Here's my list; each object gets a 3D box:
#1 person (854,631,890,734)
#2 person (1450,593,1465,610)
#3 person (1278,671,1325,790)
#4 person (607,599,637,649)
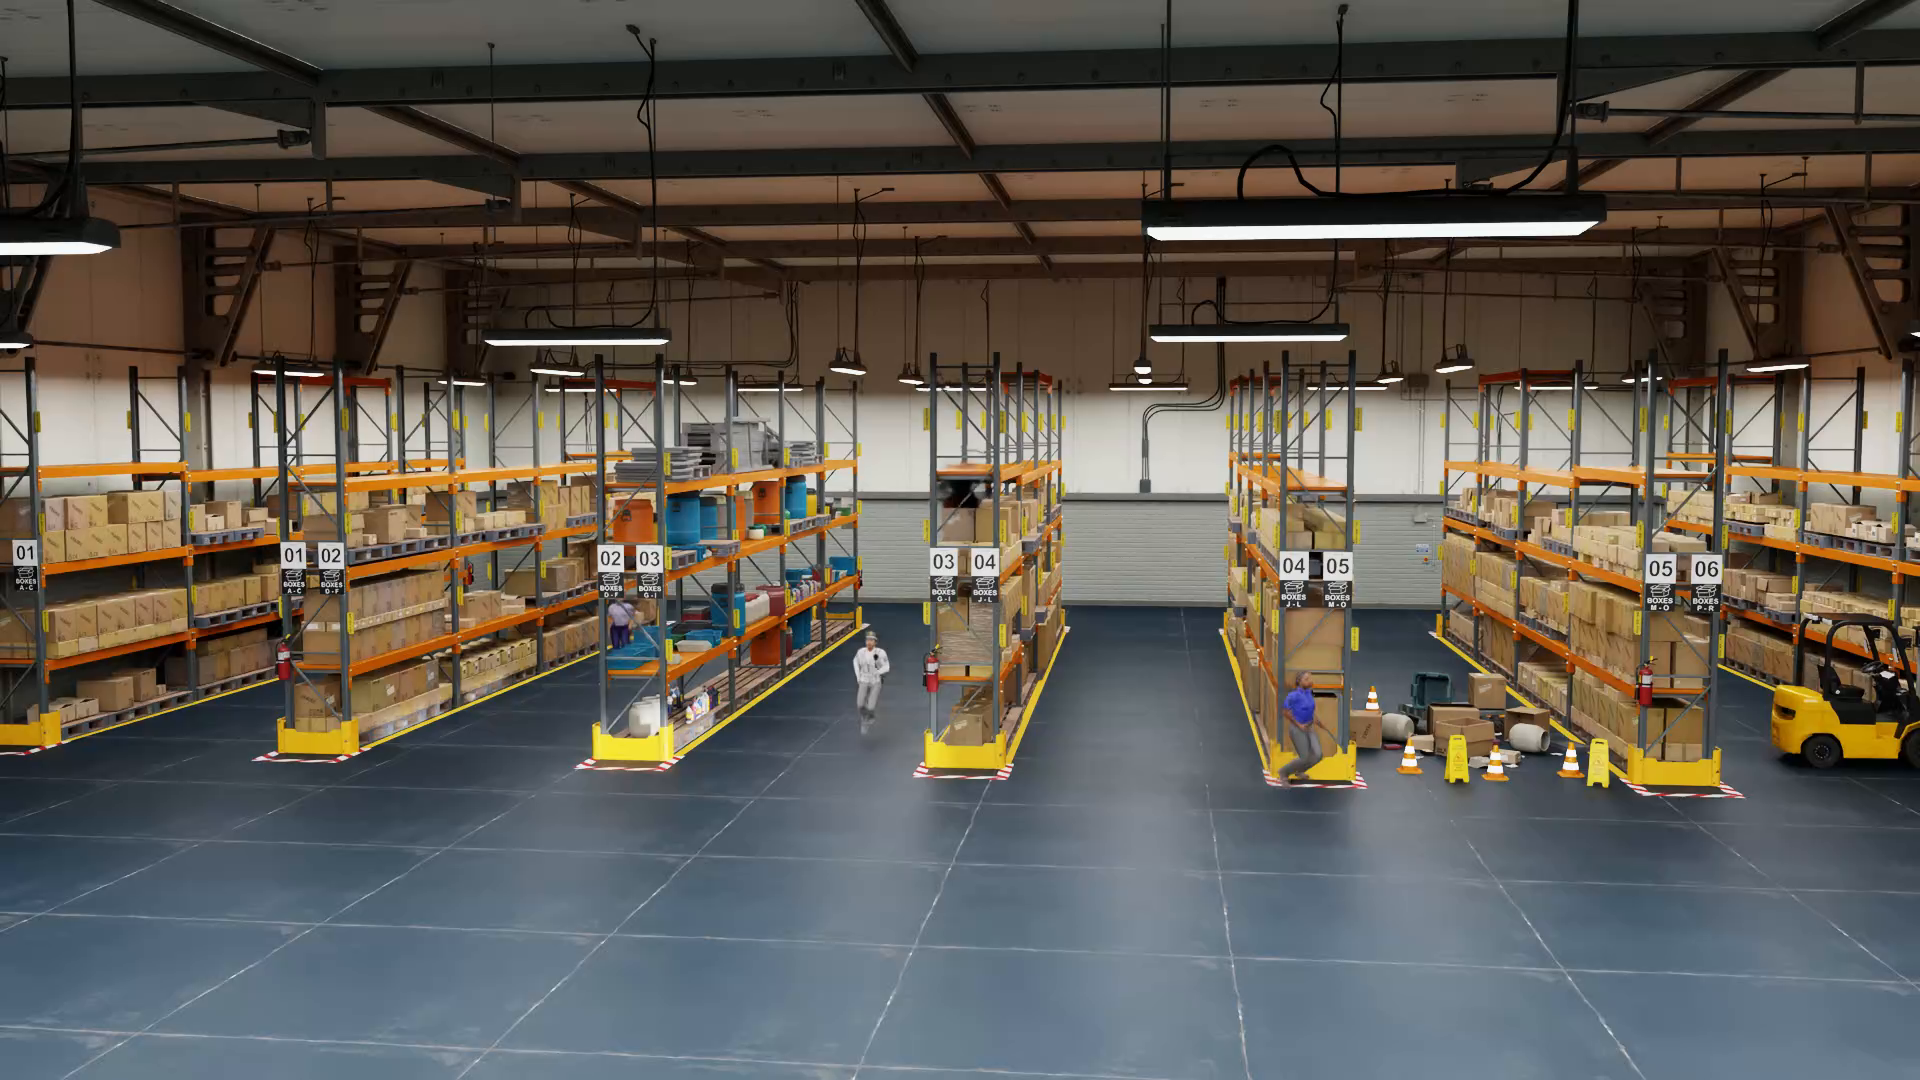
[{"bbox_3d":[-1.396,2.225,25.899,0.612,1.643,0.620,1,4,8],"label":"person"},{"bbox_3d":[12.083,1.375,39.865,0.742,1.657,0.599,2,5,29],"label":"person"},{"bbox_3d":[4.537,2.528,22.018,0.595,1.593,0.555,4,6,44],"label":"person"},{"bbox_3d":[-6.781,1.847,33.197,0.589,1.632,0.597,0,4,-3],"label":"person"}]
